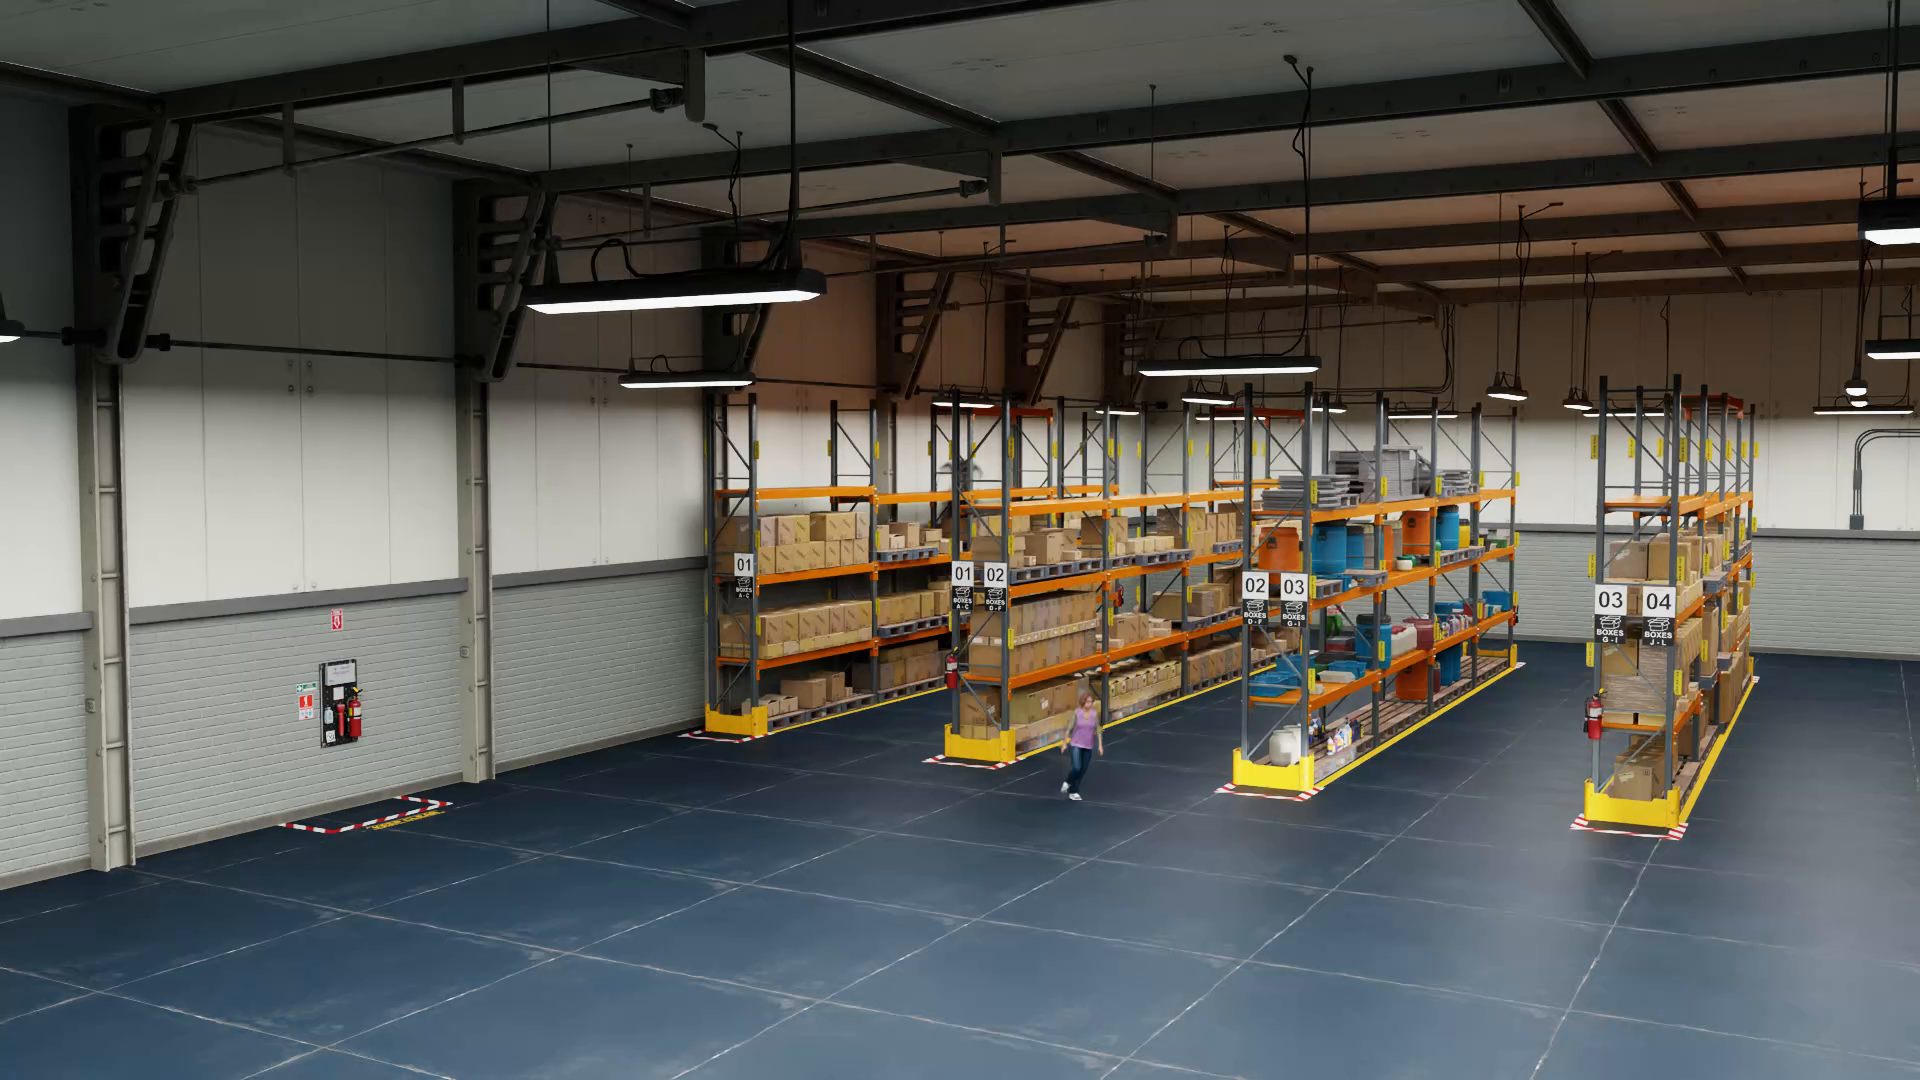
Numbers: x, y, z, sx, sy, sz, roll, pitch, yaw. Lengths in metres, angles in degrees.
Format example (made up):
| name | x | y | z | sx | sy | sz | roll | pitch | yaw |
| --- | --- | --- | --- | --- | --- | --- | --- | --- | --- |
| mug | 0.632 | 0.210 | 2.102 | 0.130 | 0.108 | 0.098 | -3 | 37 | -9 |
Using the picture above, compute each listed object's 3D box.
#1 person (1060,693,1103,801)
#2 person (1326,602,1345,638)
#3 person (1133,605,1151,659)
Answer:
| name | x | y | z | sx | sy | sz | roll | pitch | yaw |
| --- | --- | --- | --- | --- | --- | --- | --- | --- | --- |
| person | 1.735 | 2.959 | 23.651 | 0.537 | 1.537 | 0.528 | -1 | 3 | -18 |
| person | 9.270 | 1.879 | 41.309 | 0.652 | 1.800 | 0.806 | 0 | 3 | -1 |
| person | 4.076 | 2.210 | 37.272 | 1.045 | 1.536 | 0.722 | -3 | 4 | -43 |
